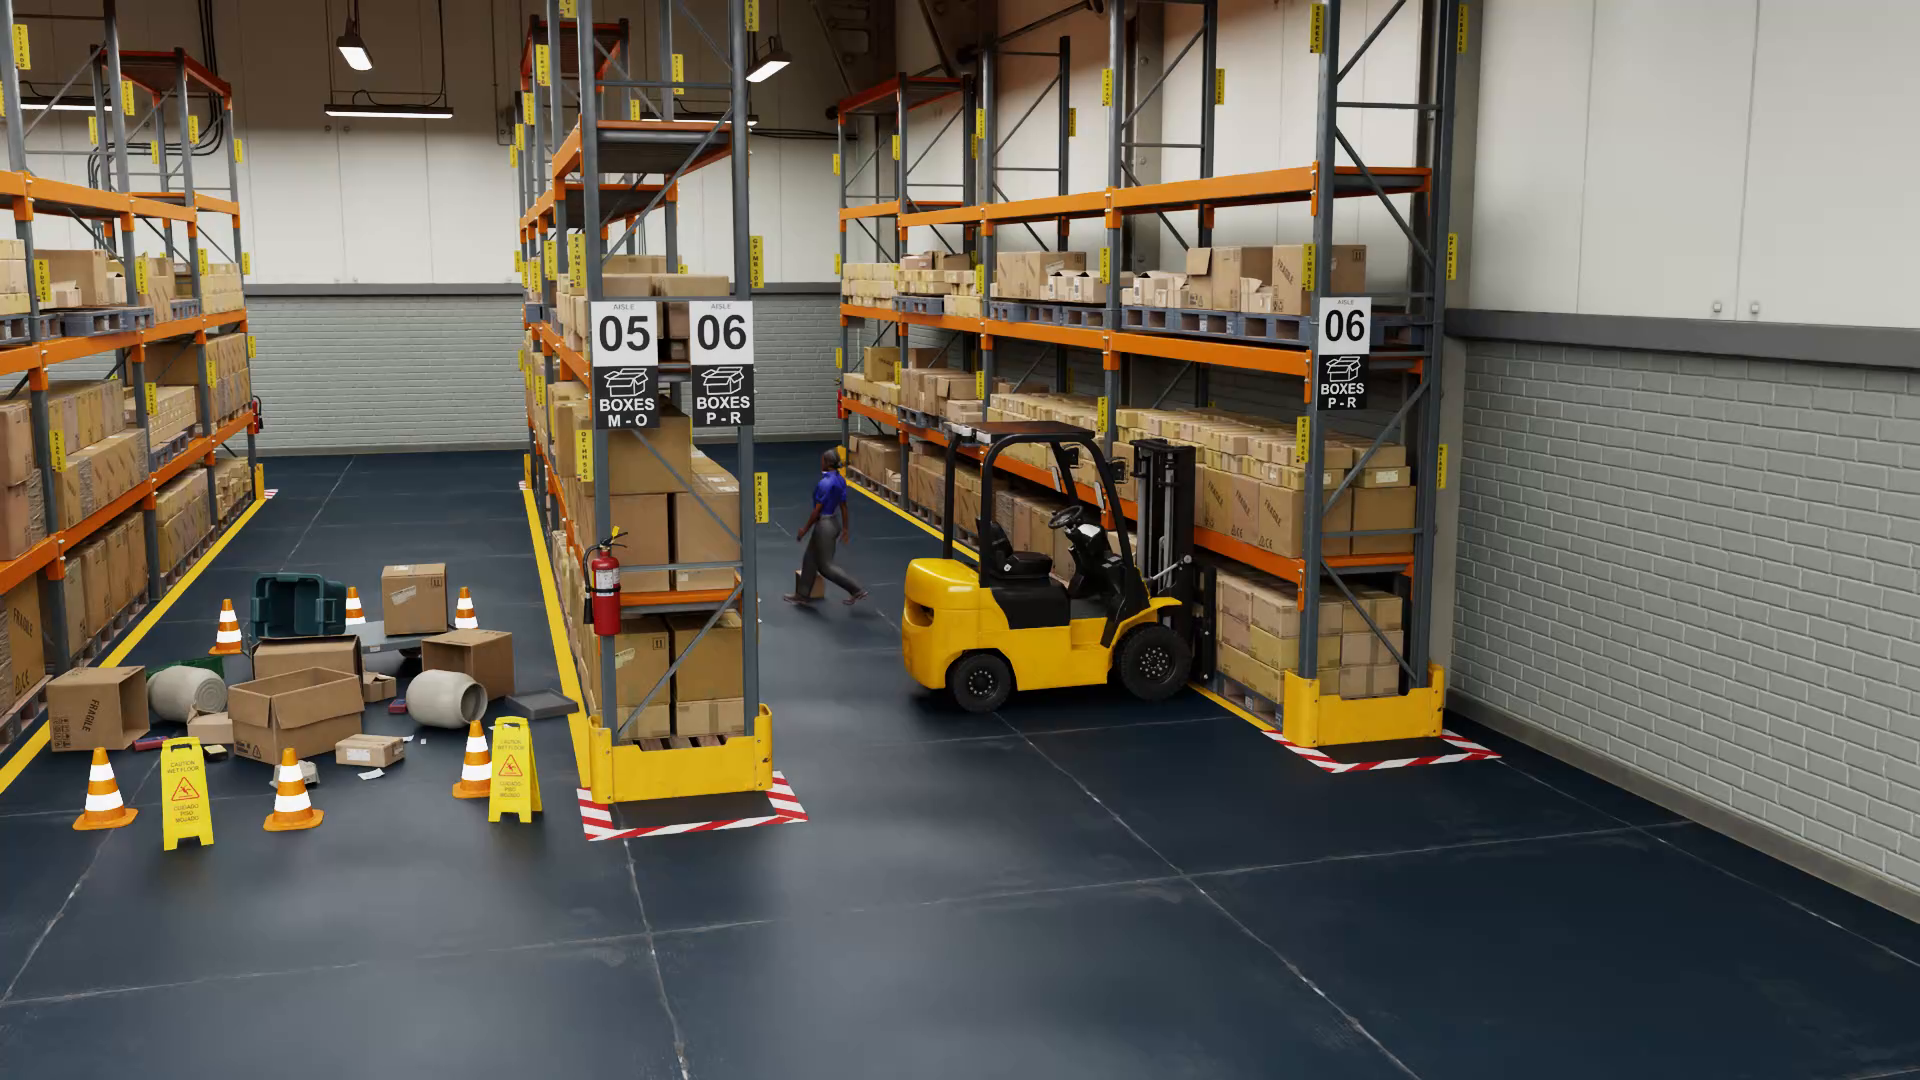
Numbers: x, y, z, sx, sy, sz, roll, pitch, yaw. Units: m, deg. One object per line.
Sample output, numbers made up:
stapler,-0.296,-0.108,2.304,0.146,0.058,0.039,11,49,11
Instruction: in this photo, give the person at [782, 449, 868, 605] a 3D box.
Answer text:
person,-1.365,-0.112,16.638,0.977,1.601,0.450,2,10,12
